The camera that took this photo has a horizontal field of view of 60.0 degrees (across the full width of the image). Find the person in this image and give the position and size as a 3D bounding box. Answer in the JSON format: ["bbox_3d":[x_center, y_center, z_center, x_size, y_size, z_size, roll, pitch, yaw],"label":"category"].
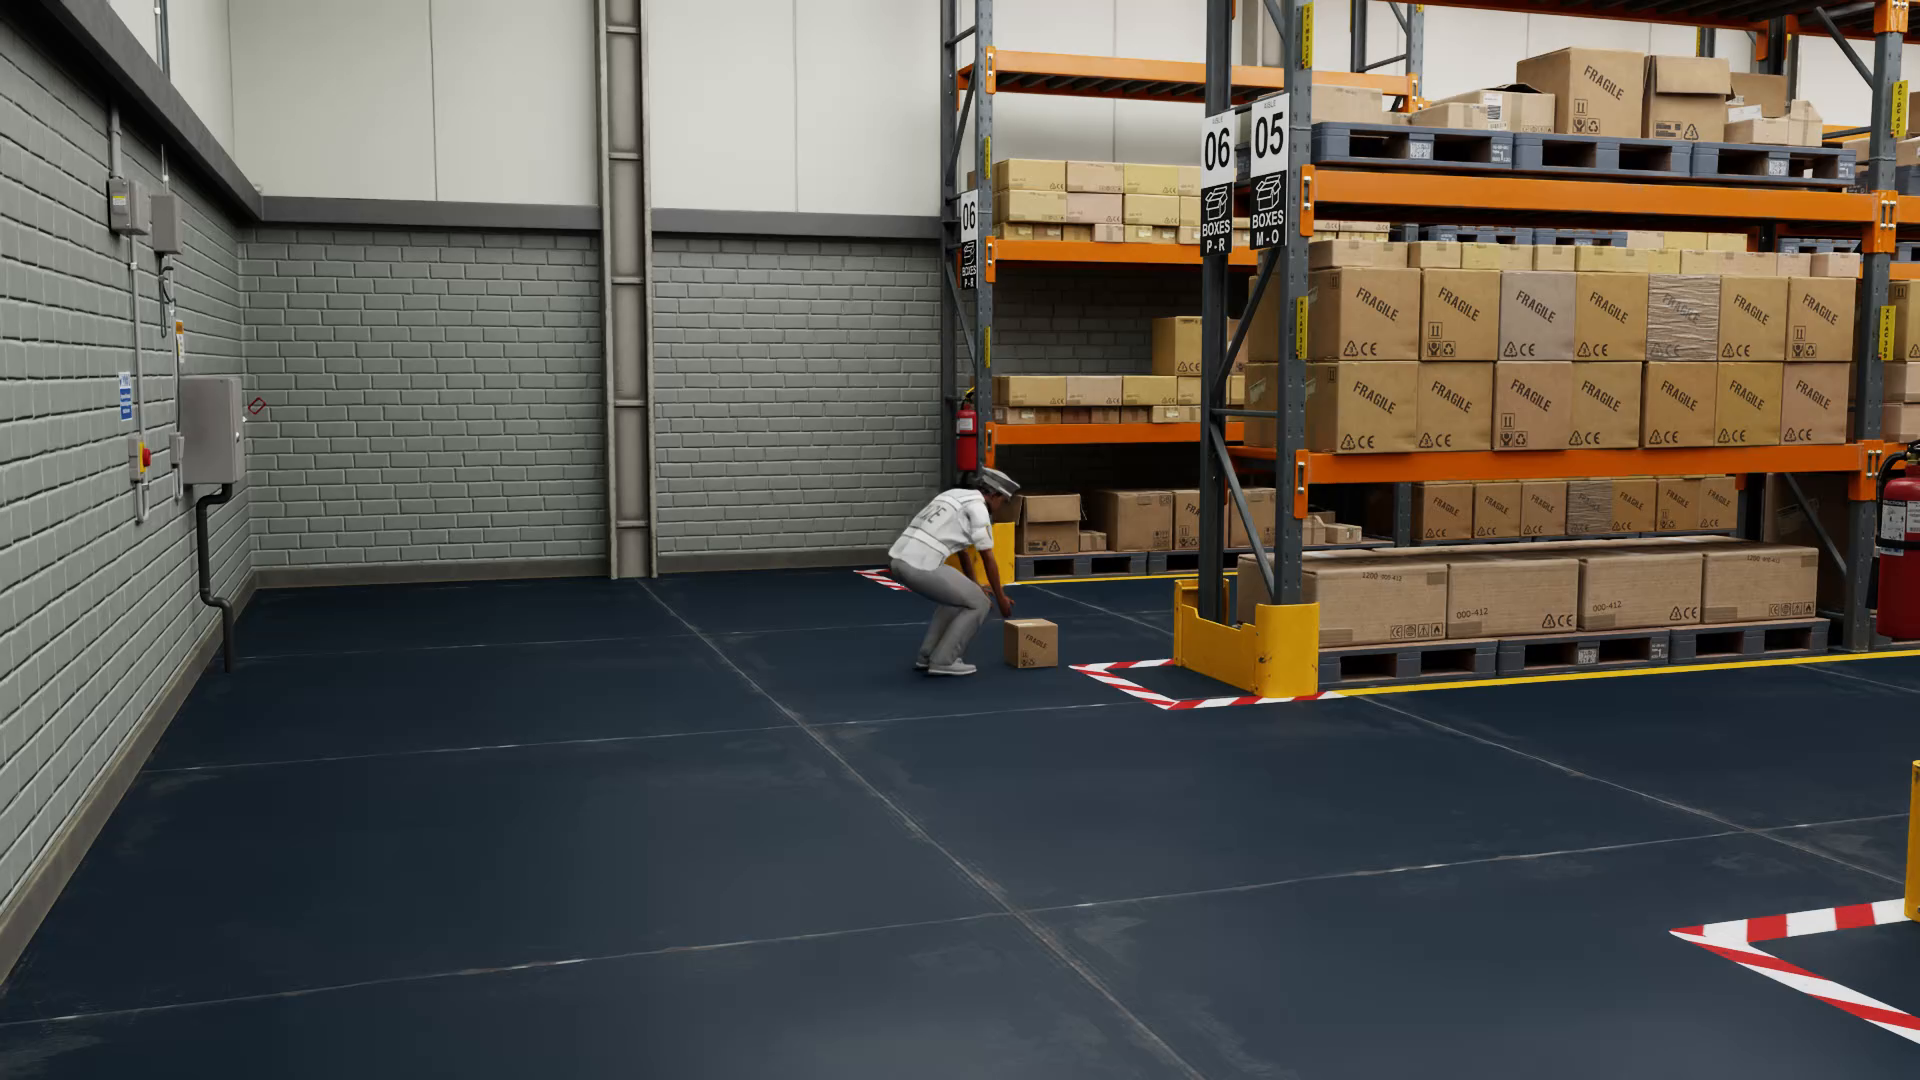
[{"bbox_3d":[-0.028,0.180,9.715,0.803,1.180,0.500,-2,6,-19],"label":"person"}]
